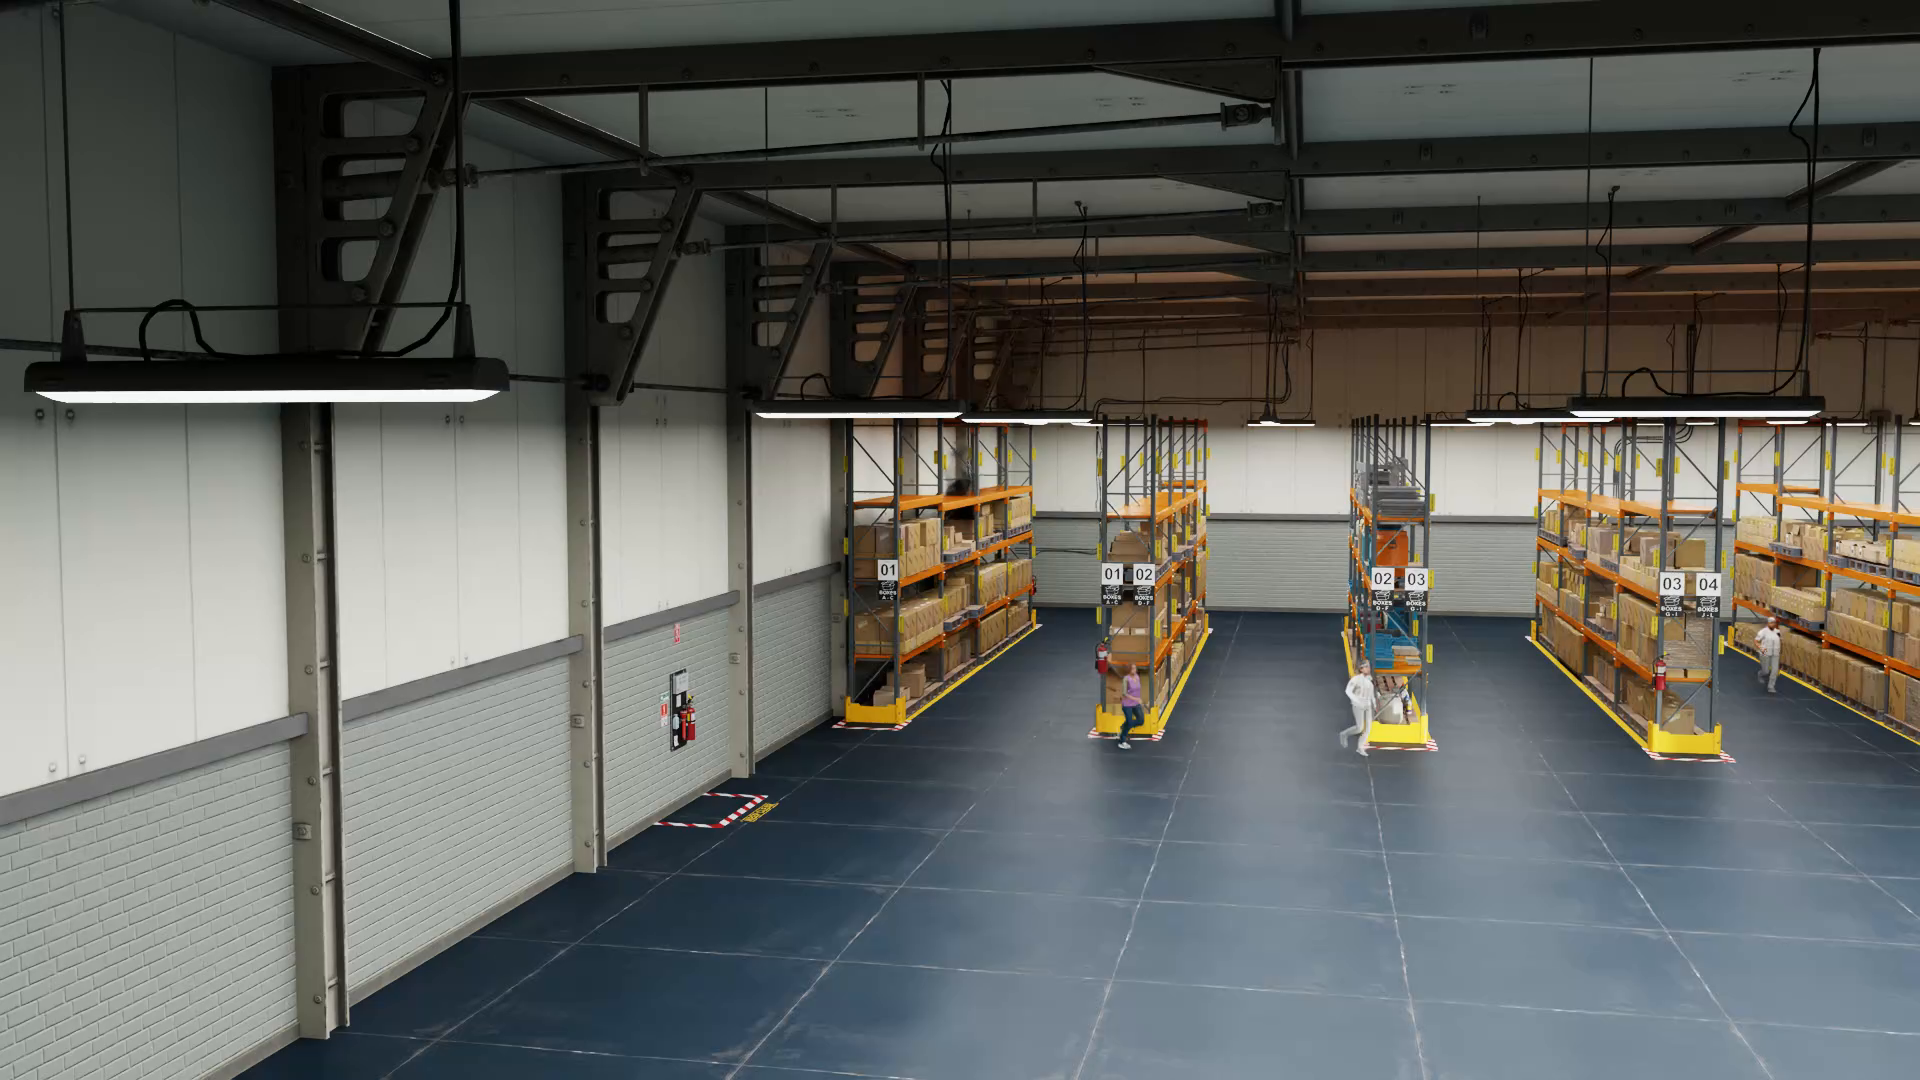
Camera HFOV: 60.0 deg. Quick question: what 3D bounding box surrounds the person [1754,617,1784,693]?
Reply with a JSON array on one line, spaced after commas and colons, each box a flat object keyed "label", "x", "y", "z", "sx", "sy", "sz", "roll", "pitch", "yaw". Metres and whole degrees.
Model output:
[{"label": "person", "x": 17.659, "y": 2.493, "z": 36.254, "sx": 0.626, "sy": 1.624, "sz": 0.730, "roll": 0, "pitch": 4, "yaw": 6}]

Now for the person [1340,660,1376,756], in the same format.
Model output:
[{"label": "person", "x": 7.109, "y": 2.946, "z": 29.434, "sx": 0.636, "sy": 1.680, "sz": 0.624, "roll": -2, "pitch": 4, "yaw": -28}]

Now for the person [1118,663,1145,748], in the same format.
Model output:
[{"label": "person", "x": 3.104, "y": 3.010, "z": 29.778, "sx": 0.570, "sy": 1.465, "sz": 0.606, "roll": -3, "pitch": 5, "yaw": -41}]

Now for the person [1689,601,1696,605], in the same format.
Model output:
[{"label": "person", "x": 19.116, "y": 2.000, "z": 43.848, "sx": 0.618, "sy": 1.715, "sz": 0.761, "roll": 2, "pitch": 4, "yaw": 29}]
